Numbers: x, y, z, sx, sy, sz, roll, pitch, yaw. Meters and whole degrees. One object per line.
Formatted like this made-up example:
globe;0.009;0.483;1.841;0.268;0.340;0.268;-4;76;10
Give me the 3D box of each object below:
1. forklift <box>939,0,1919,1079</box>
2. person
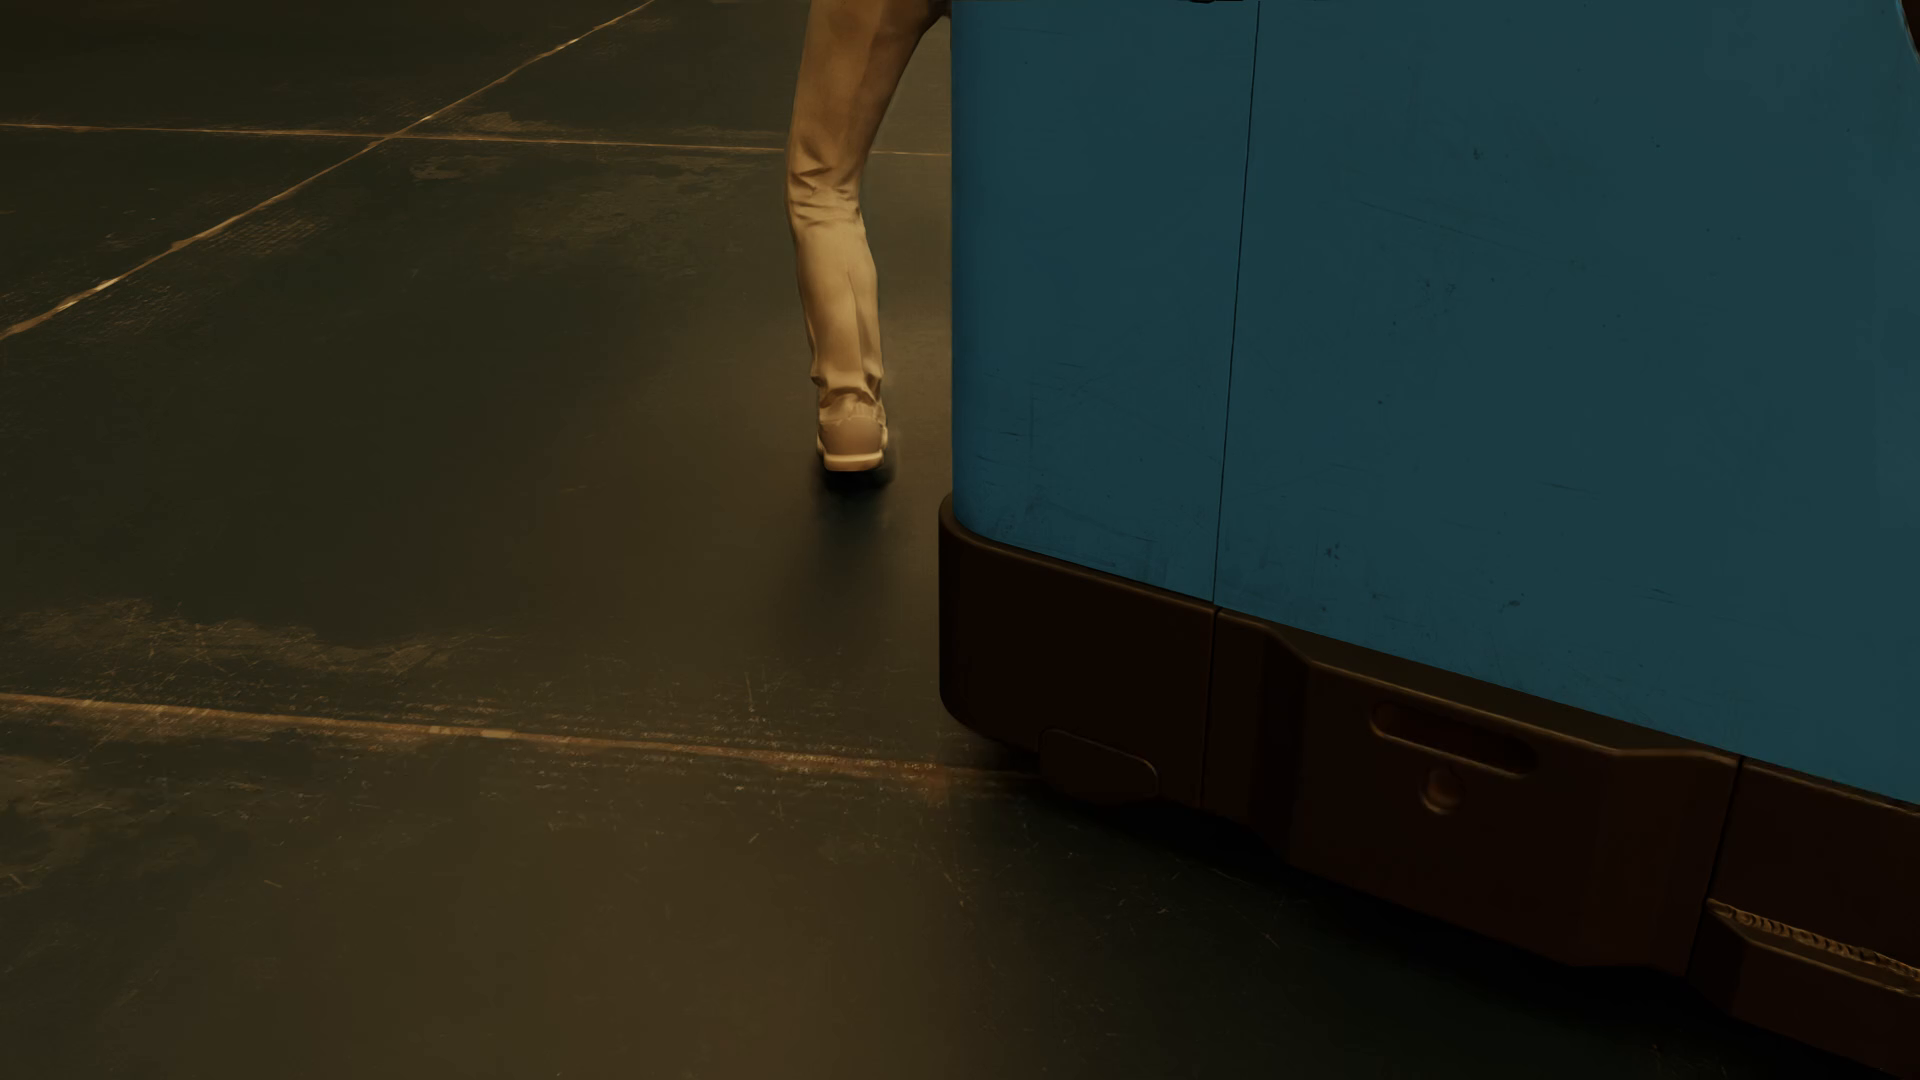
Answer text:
forklift;1.033;-0.986;1.265;1.939;2.867;1.129;16;31;29
person;0.036;-0.930;2.657;0.670;1.538;0.786;-2;27;-5
